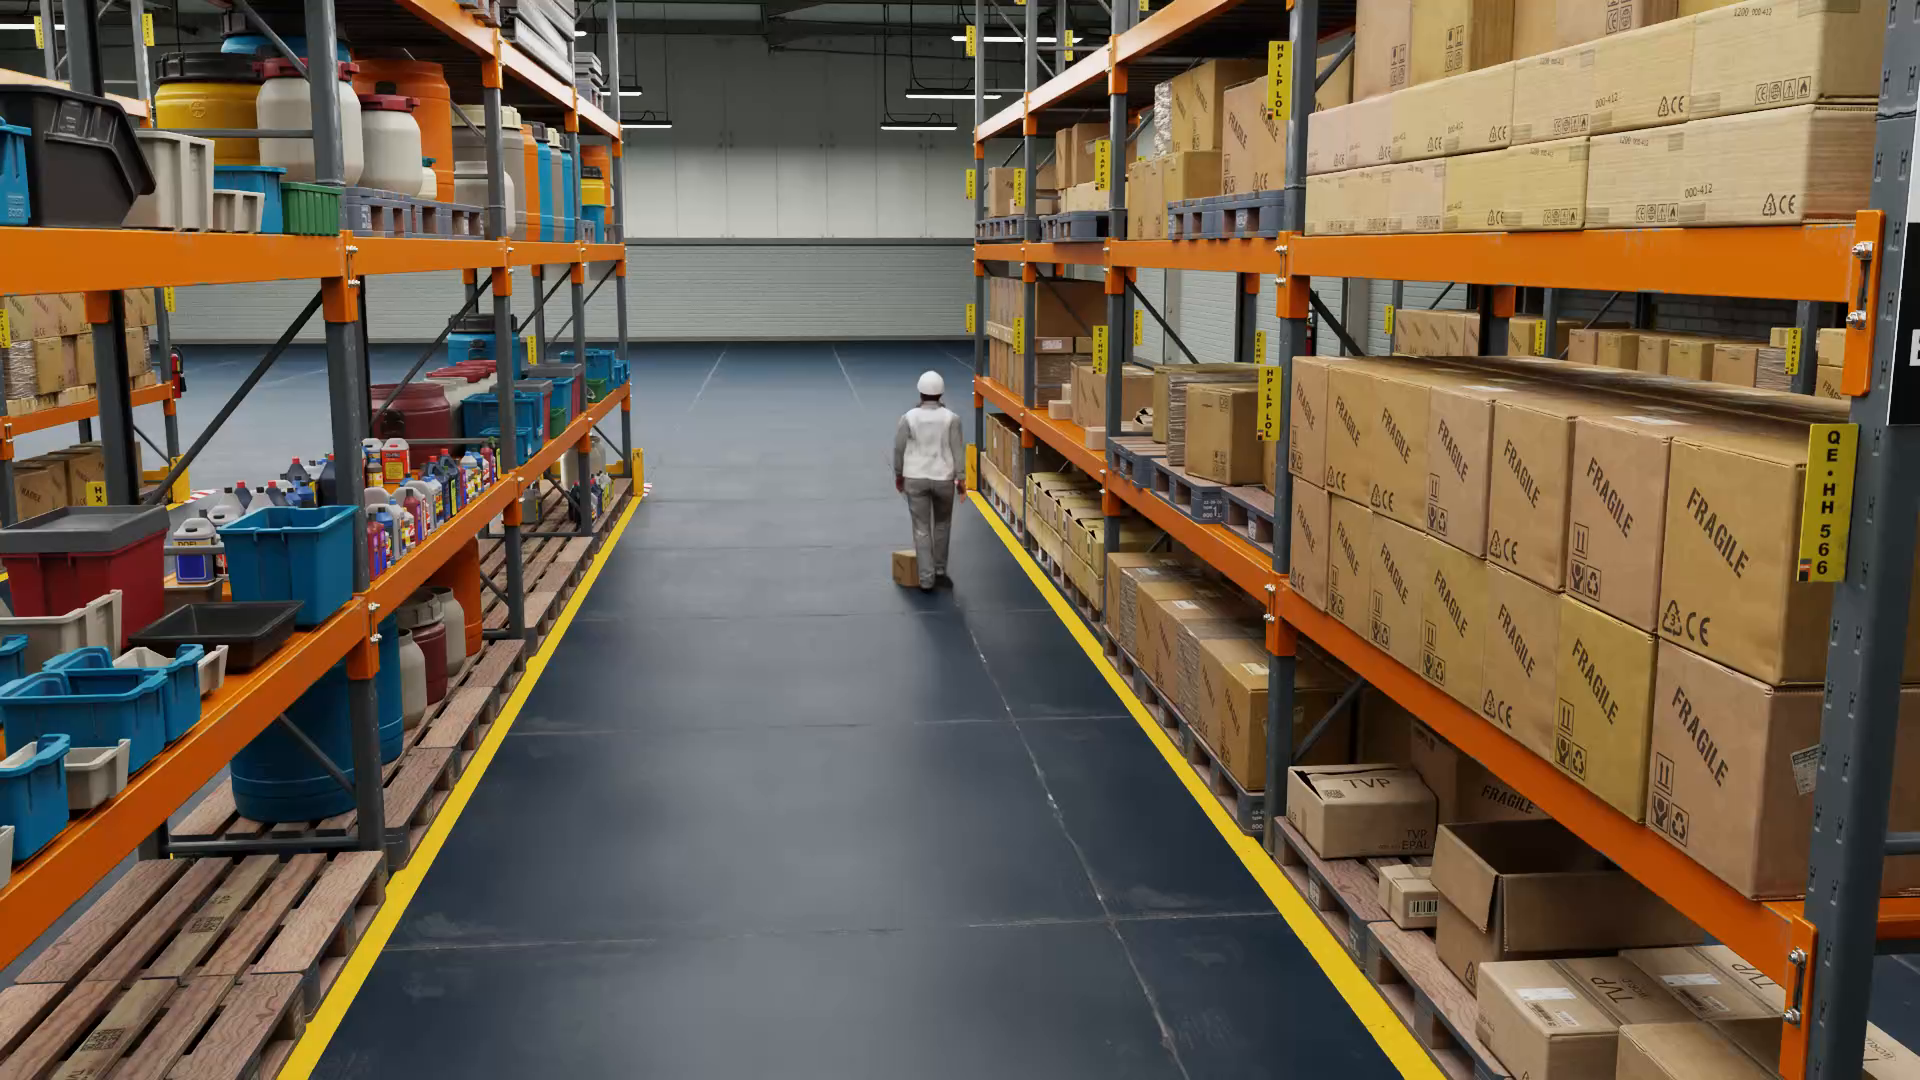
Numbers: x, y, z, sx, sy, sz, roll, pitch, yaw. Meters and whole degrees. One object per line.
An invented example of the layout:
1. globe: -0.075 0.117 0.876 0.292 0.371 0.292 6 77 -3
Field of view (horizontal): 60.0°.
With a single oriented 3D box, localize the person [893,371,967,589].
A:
1. person: -0.253 -0.490 13.651 0.570 1.800 0.749 -1 10 -7
